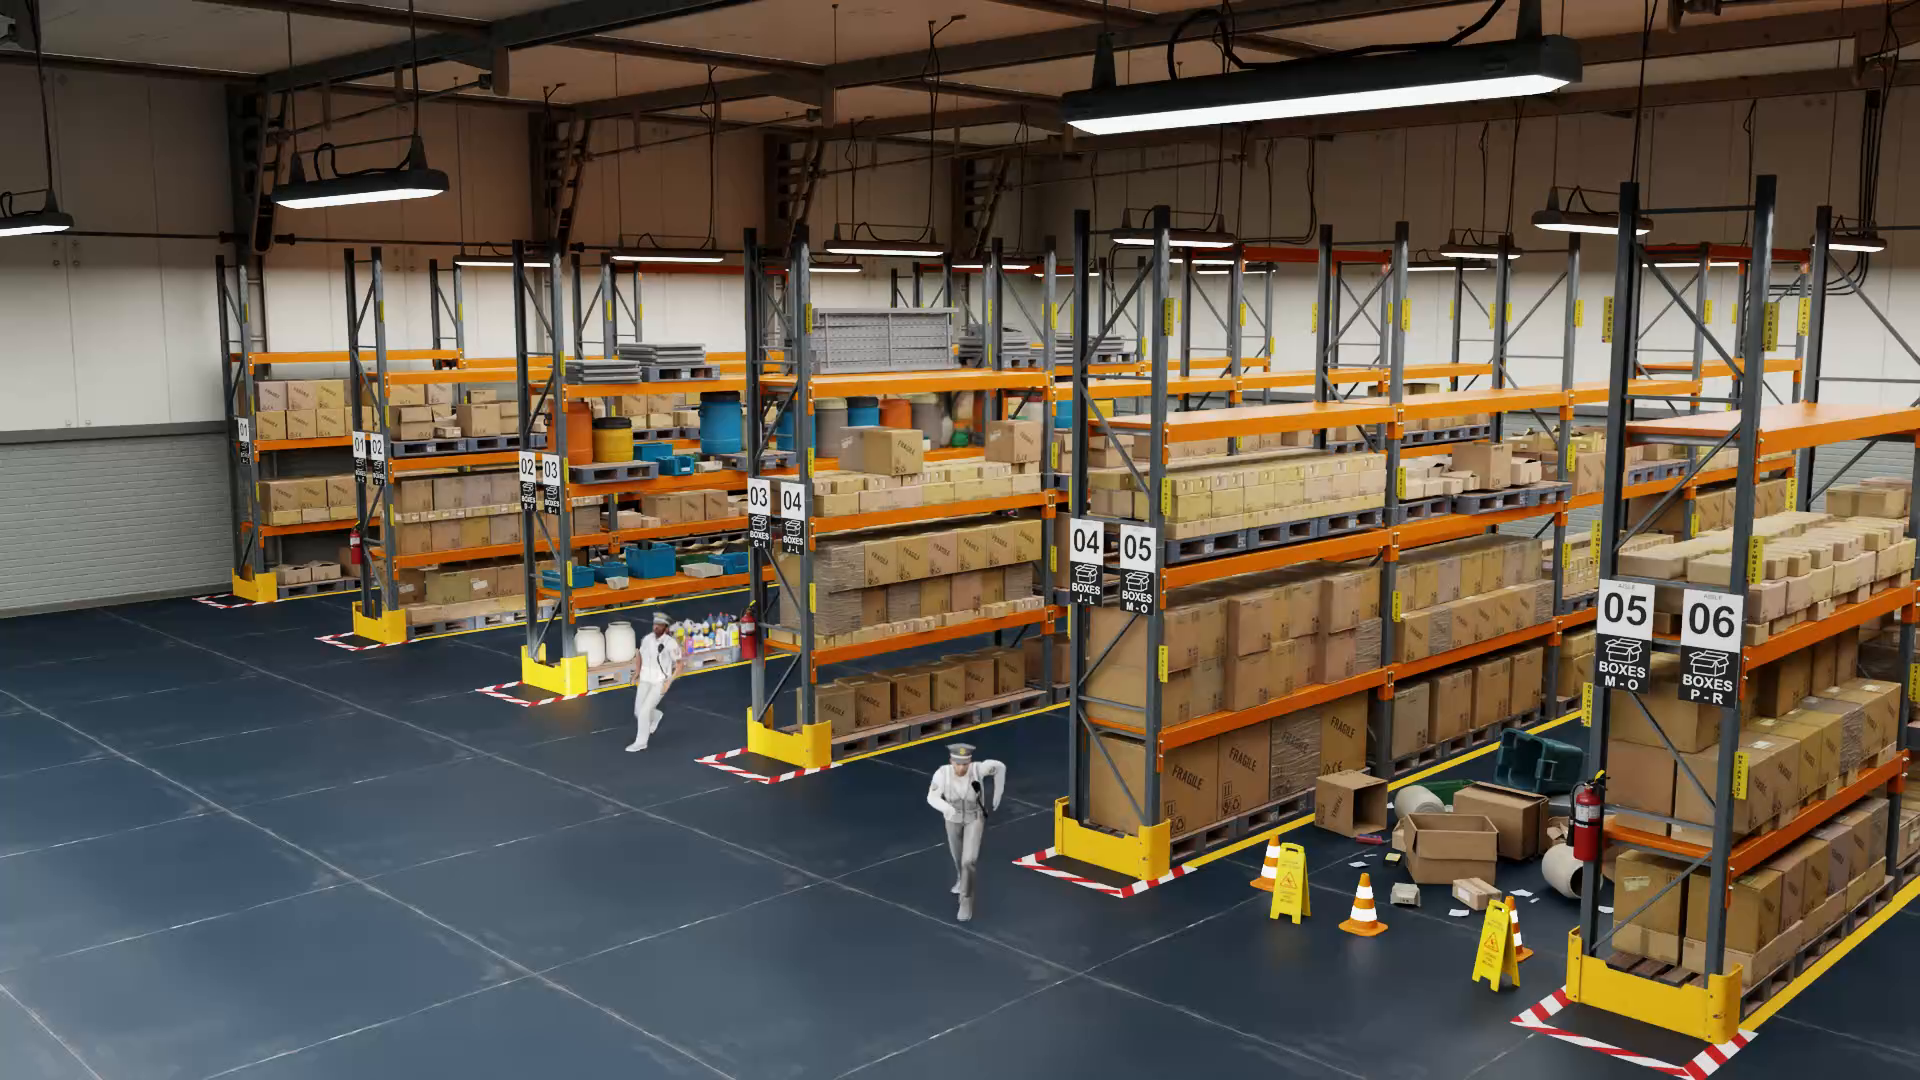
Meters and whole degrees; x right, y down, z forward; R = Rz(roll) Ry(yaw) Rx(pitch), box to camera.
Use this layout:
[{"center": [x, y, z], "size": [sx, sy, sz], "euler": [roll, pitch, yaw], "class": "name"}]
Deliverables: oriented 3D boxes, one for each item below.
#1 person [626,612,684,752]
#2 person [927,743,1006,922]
[{"center": [-3.515, 1.630, 19.342], "size": [0.621, 1.629, 0.646], "euler": [4, 9, 24], "class": "person"}, {"center": [0.061, 2.435, 14.151], "size": [0.652, 1.585, 0.943], "euler": [1, 8, 4], "class": "person"}]
